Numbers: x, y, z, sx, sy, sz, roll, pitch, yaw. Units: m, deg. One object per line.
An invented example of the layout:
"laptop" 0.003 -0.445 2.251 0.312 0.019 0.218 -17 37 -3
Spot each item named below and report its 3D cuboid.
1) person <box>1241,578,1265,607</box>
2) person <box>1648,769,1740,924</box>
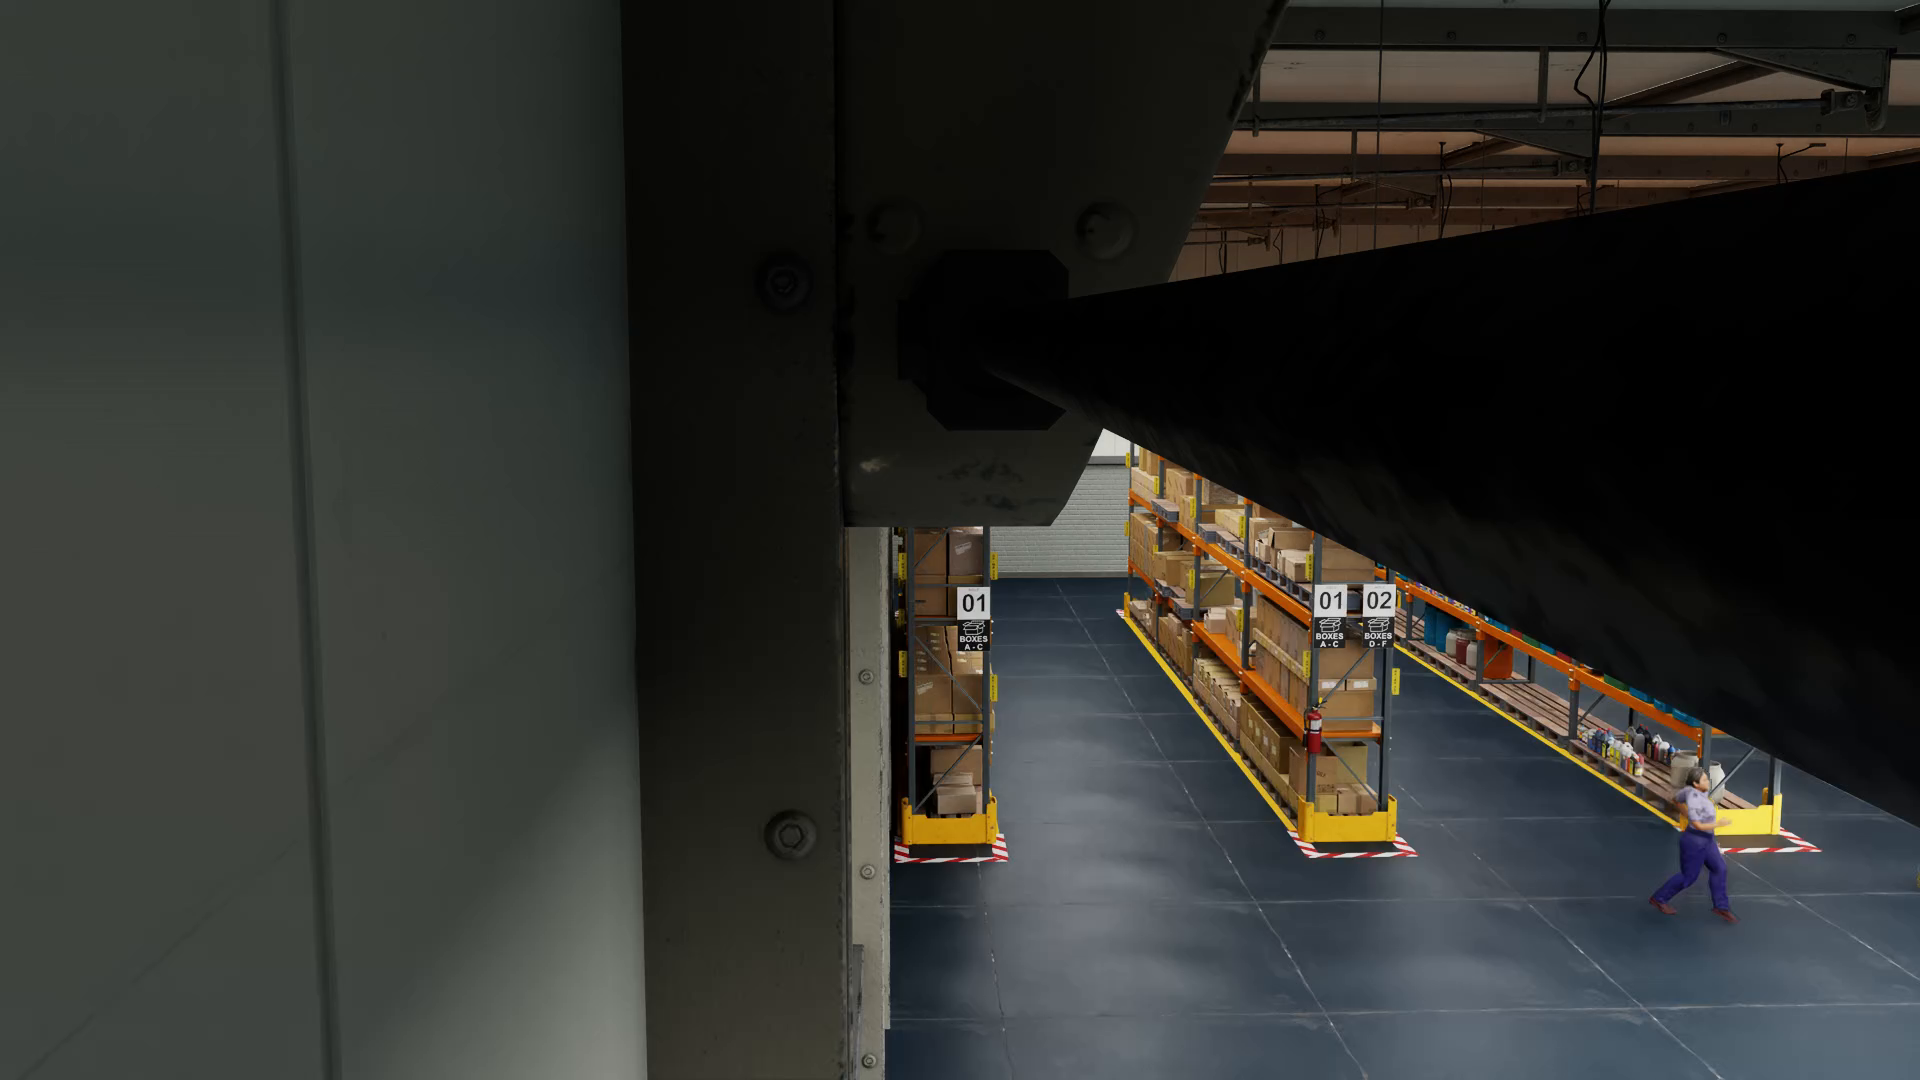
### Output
"person" 6.178 1.083 34.689 0.617 1.676 0.768 -1 7 -4
"person" 7.889 3.263 17.775 0.894 1.670 0.608 4 8 29
